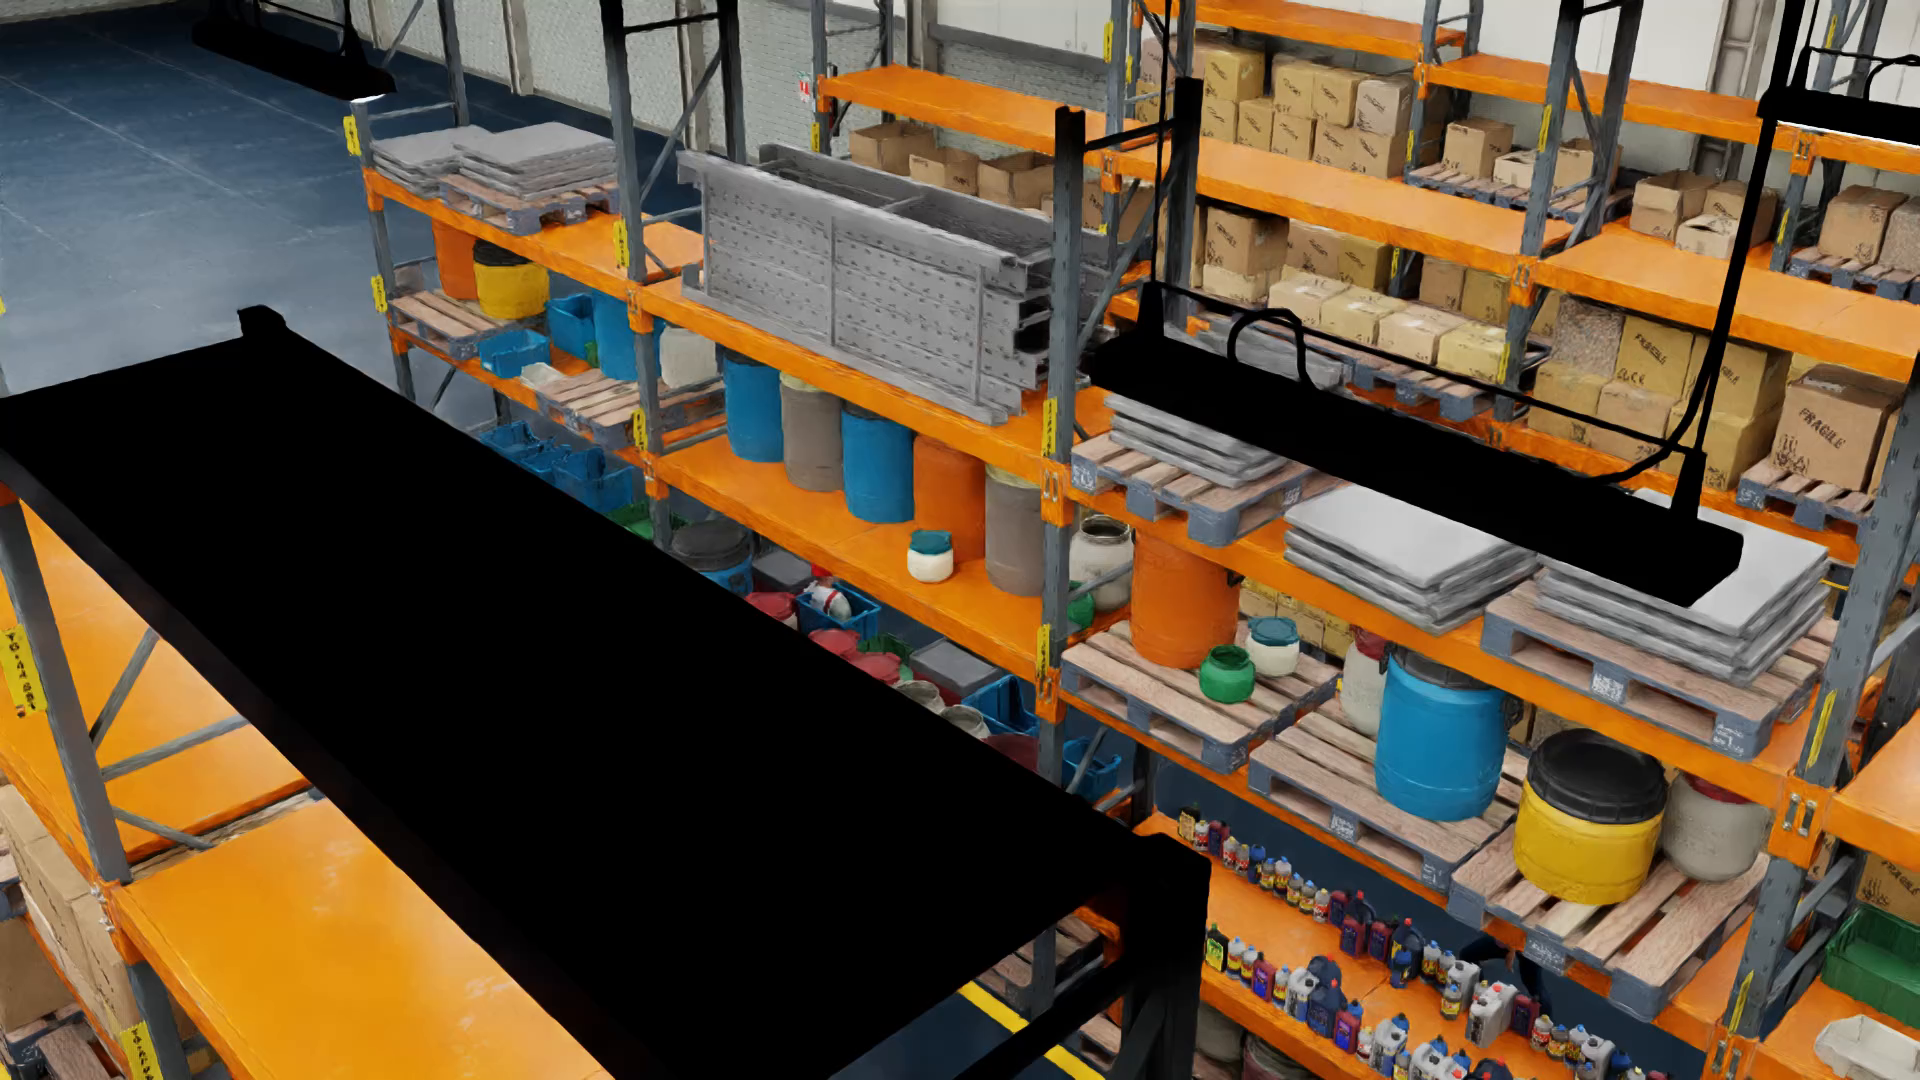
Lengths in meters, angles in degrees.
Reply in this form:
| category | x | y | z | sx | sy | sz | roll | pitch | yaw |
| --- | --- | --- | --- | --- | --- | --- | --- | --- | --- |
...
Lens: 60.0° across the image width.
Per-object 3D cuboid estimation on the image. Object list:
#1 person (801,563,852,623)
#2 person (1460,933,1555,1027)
| category | x | y | z | sx | sy | sz | roll | pitch | yaw |
| --- | --- | --- | --- | --- | --- | --- | --- | --- | --- |
| person | -1.019 | 0.899 | 12.875 | 0.621 | 1.790 | 0.493 | 21 | 34 | 33 |
| person | 3.514 | 2.502 | 10.573 | 0.562 | 1.530 | 0.815 | -20 | 34 | -33 |
